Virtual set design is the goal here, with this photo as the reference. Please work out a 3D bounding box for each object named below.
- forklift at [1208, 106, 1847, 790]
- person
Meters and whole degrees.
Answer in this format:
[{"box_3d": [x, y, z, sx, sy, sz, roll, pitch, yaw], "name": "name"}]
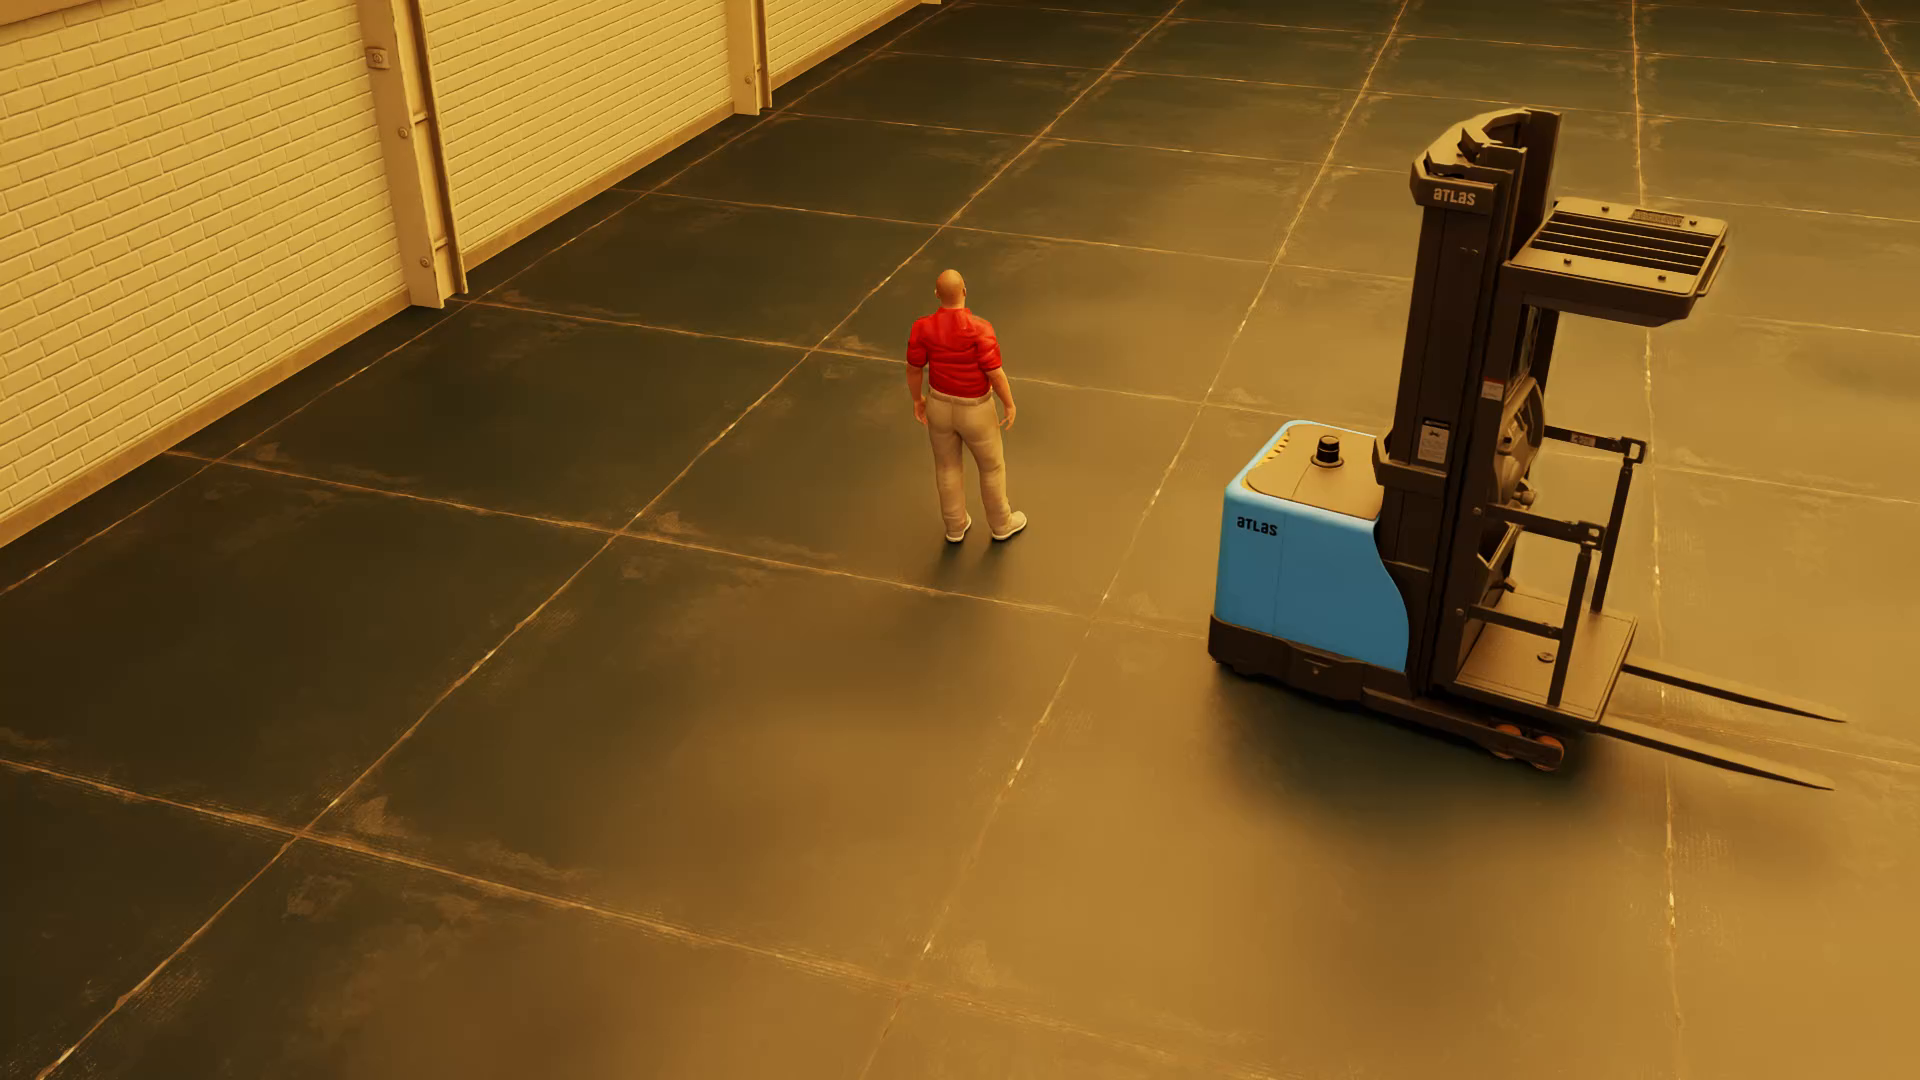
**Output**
[{"box_3d": [2.863, -0.449, 7.924, 3.031, 2.935, 1.130, 16, 33, 26], "name": "forklift"}, {"box_3d": [0.041, -0.797, 9.735, 0.640, 1.727, 0.551, 10, 31, 16], "name": "person"}]
